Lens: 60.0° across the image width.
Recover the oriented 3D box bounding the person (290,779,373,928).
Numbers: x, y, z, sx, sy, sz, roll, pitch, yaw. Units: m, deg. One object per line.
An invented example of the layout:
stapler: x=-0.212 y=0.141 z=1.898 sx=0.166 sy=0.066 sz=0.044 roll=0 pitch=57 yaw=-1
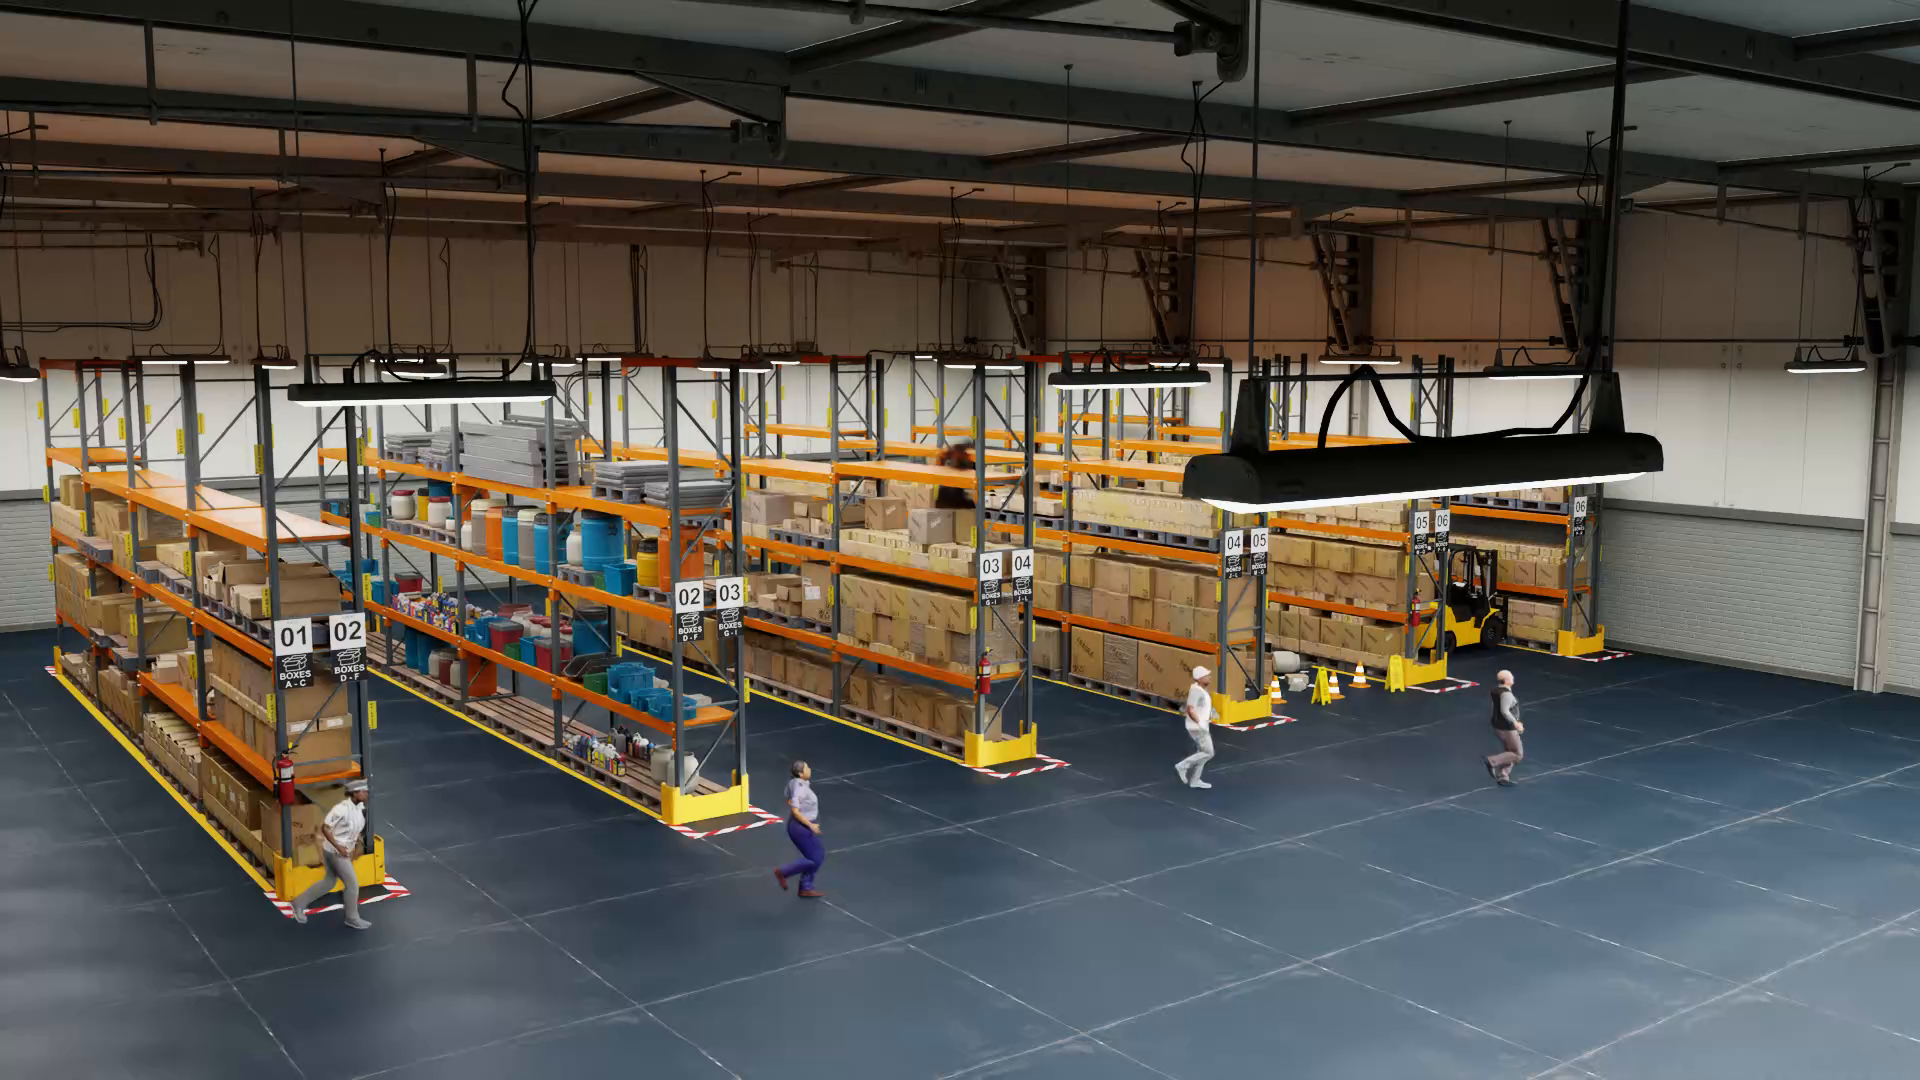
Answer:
person: x=-6.811 y=3.394 z=18.048 sx=0.871 sy=1.626 sz=0.547 roll=0 pitch=7 yaw=3

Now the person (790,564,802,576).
person: x=-4.032 y=0.520 z=41.710 sx=0.691 sy=1.627 sz=0.636 roll=2 pitch=7 yaw=15

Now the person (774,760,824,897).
person: x=-1.844 y=3.289 z=18.875 sx=0.586 sy=1.608 sz=0.613 roll=-2 pitch=7 yaw=-14

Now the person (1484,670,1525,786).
person: x=7.711 y=2.675 z=23.625 sx=0.586 sy=1.679 sz=0.659 roll=0 pitch=7 yaw=-3

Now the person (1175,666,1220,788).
person: x=3.373 y=2.646 z=23.575 sx=0.638 sy=1.749 sz=0.671 roll=1 pitch=7 yaw=5
